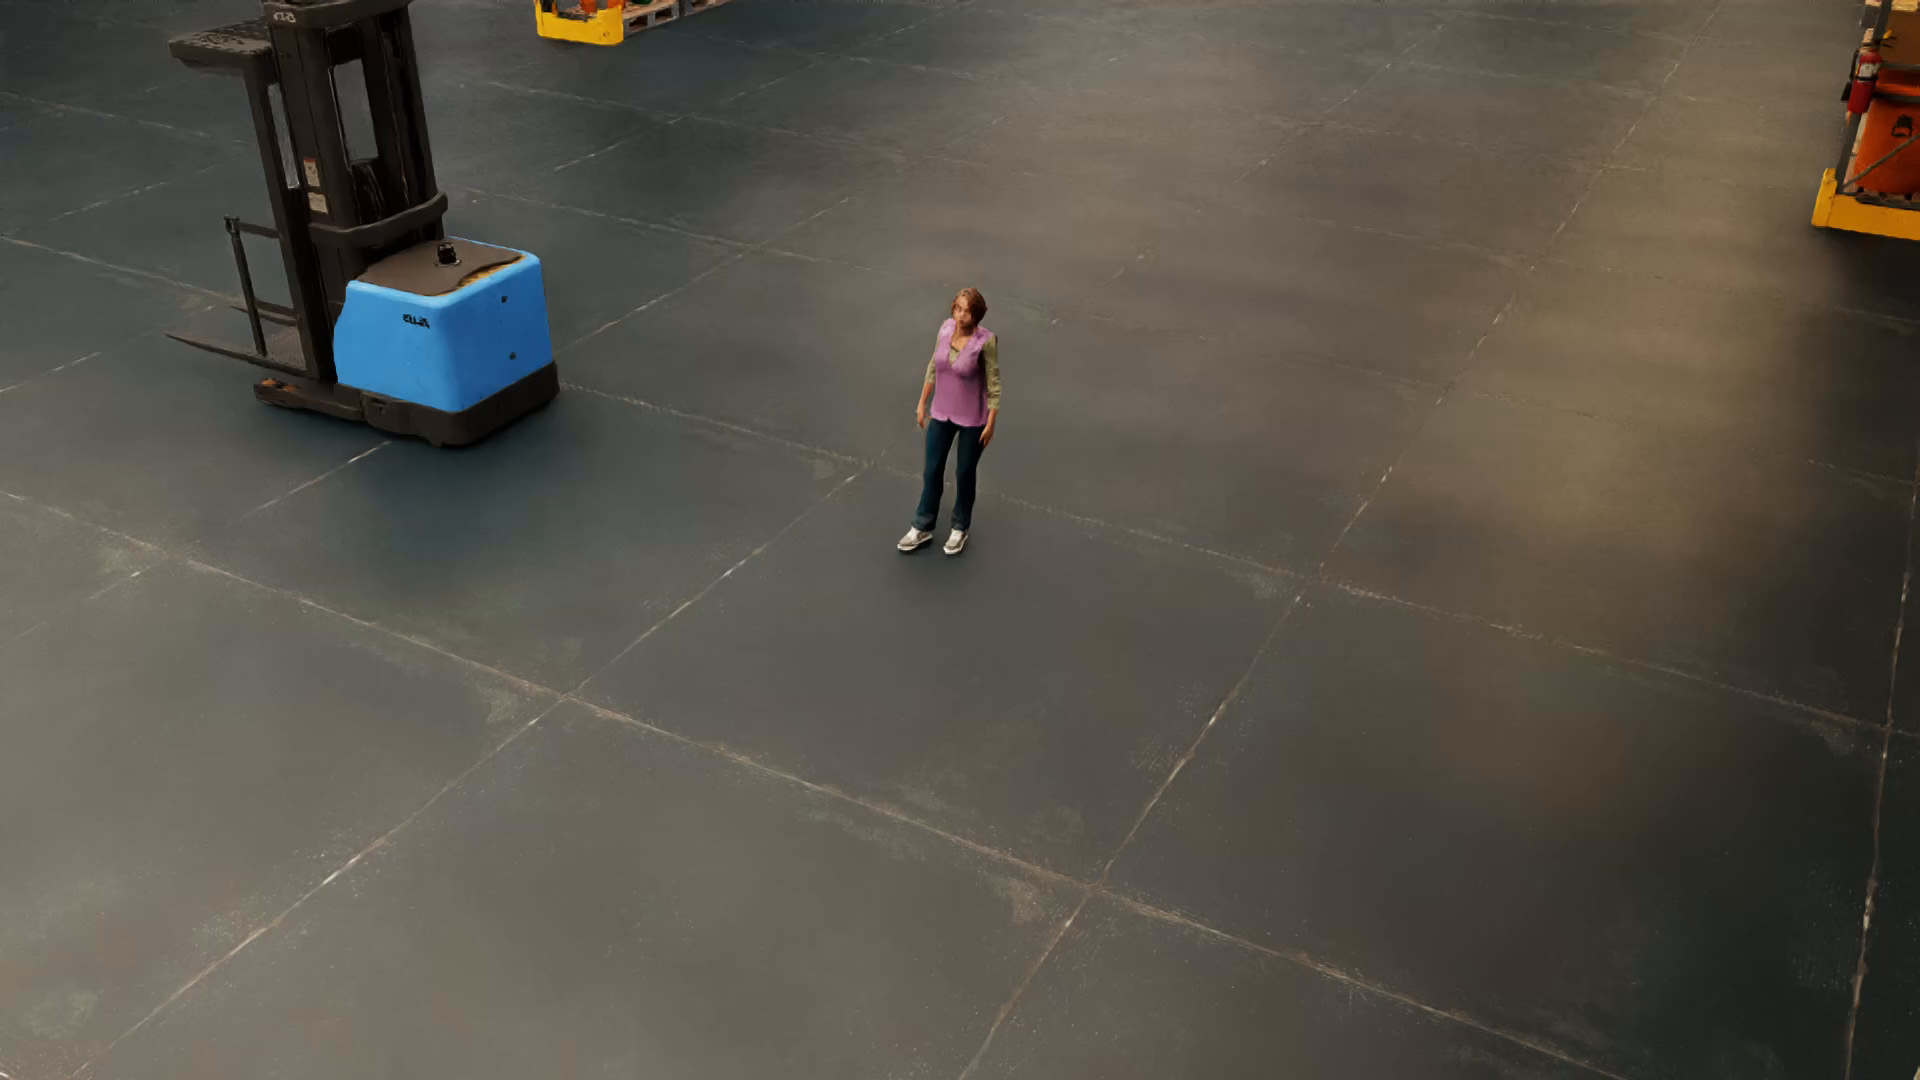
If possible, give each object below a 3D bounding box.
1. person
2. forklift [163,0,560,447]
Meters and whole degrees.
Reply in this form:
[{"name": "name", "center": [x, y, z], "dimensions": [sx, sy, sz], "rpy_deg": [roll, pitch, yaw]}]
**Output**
[{"name": "person", "center": [-0.048, -0.669, 9.550], "dimensions": [0.520, 1.597, 0.474], "rpy_deg": [15, 33, 25]}, {"name": "forklift", "center": [-4.359, -2.397, 11.224], "dimensions": [3.031, 2.935, 1.130], "rpy_deg": [15, 33, 24]}]
